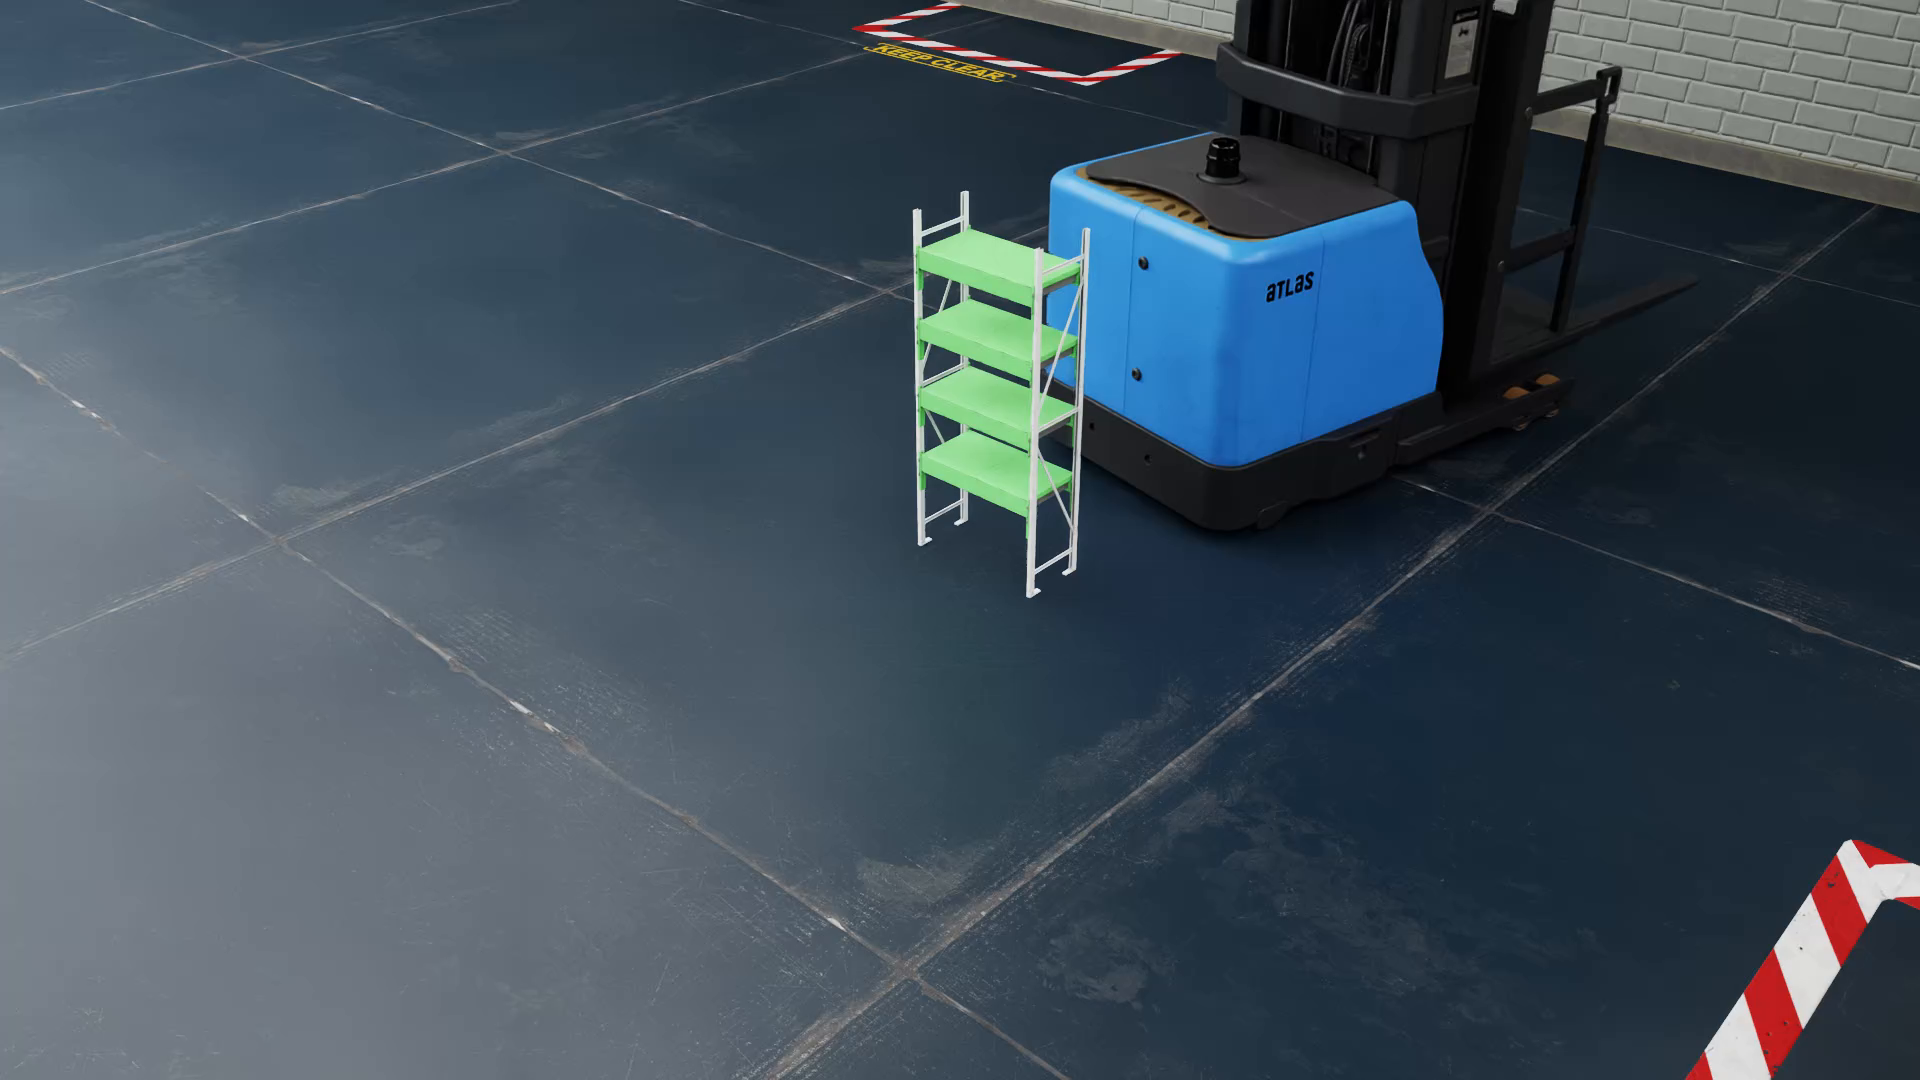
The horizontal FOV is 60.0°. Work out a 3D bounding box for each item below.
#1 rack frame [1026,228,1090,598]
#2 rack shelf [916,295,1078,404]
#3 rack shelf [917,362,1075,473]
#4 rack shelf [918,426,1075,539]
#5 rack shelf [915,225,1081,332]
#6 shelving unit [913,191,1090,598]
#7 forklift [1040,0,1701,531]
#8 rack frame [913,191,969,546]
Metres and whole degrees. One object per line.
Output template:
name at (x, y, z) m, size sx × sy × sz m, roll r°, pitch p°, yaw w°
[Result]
rack frame at (0.304, -0.372, 5.205) m, size 0.015 × 1.200 × 0.240 m, roll 25°, pitch 39°, yaw 35°
rack shelf at (0.123, -0.608, 5.255) m, size 0.480 × 0.148 × 0.258 m, roll 25°, pitch 39°, yaw 35°
rack shelf at (0.123, -0.402, 5.378) m, size 0.480 × 0.148 × 0.258 m, roll 25°, pitch 39°, yaw 35°
rack shelf at (0.123, -0.196, 5.502) m, size 0.480 × 0.148 × 0.258 m, roll 25°, pitch 39°, yaw 35°
rack shelf at (0.123, -0.813, 5.131) m, size 0.480 × 0.148 × 0.258 m, roll 25°, pitch 39°, yaw 35°
shelving unit at (0.123, -0.457, 5.345) m, size 0.503 × 1.200 × 0.258 m, roll 25°, pitch 39°, yaw 35°
forklift at (1.793, -1.880, 6.032) m, size 3.031 × 2.935 × 1.130 m, roll -21°, pitch 37°, yaw -30°
rack frame at (-0.058, -0.541, 5.486) m, size 0.015 × 1.200 × 0.240 m, roll 25°, pitch 39°, yaw 35°
